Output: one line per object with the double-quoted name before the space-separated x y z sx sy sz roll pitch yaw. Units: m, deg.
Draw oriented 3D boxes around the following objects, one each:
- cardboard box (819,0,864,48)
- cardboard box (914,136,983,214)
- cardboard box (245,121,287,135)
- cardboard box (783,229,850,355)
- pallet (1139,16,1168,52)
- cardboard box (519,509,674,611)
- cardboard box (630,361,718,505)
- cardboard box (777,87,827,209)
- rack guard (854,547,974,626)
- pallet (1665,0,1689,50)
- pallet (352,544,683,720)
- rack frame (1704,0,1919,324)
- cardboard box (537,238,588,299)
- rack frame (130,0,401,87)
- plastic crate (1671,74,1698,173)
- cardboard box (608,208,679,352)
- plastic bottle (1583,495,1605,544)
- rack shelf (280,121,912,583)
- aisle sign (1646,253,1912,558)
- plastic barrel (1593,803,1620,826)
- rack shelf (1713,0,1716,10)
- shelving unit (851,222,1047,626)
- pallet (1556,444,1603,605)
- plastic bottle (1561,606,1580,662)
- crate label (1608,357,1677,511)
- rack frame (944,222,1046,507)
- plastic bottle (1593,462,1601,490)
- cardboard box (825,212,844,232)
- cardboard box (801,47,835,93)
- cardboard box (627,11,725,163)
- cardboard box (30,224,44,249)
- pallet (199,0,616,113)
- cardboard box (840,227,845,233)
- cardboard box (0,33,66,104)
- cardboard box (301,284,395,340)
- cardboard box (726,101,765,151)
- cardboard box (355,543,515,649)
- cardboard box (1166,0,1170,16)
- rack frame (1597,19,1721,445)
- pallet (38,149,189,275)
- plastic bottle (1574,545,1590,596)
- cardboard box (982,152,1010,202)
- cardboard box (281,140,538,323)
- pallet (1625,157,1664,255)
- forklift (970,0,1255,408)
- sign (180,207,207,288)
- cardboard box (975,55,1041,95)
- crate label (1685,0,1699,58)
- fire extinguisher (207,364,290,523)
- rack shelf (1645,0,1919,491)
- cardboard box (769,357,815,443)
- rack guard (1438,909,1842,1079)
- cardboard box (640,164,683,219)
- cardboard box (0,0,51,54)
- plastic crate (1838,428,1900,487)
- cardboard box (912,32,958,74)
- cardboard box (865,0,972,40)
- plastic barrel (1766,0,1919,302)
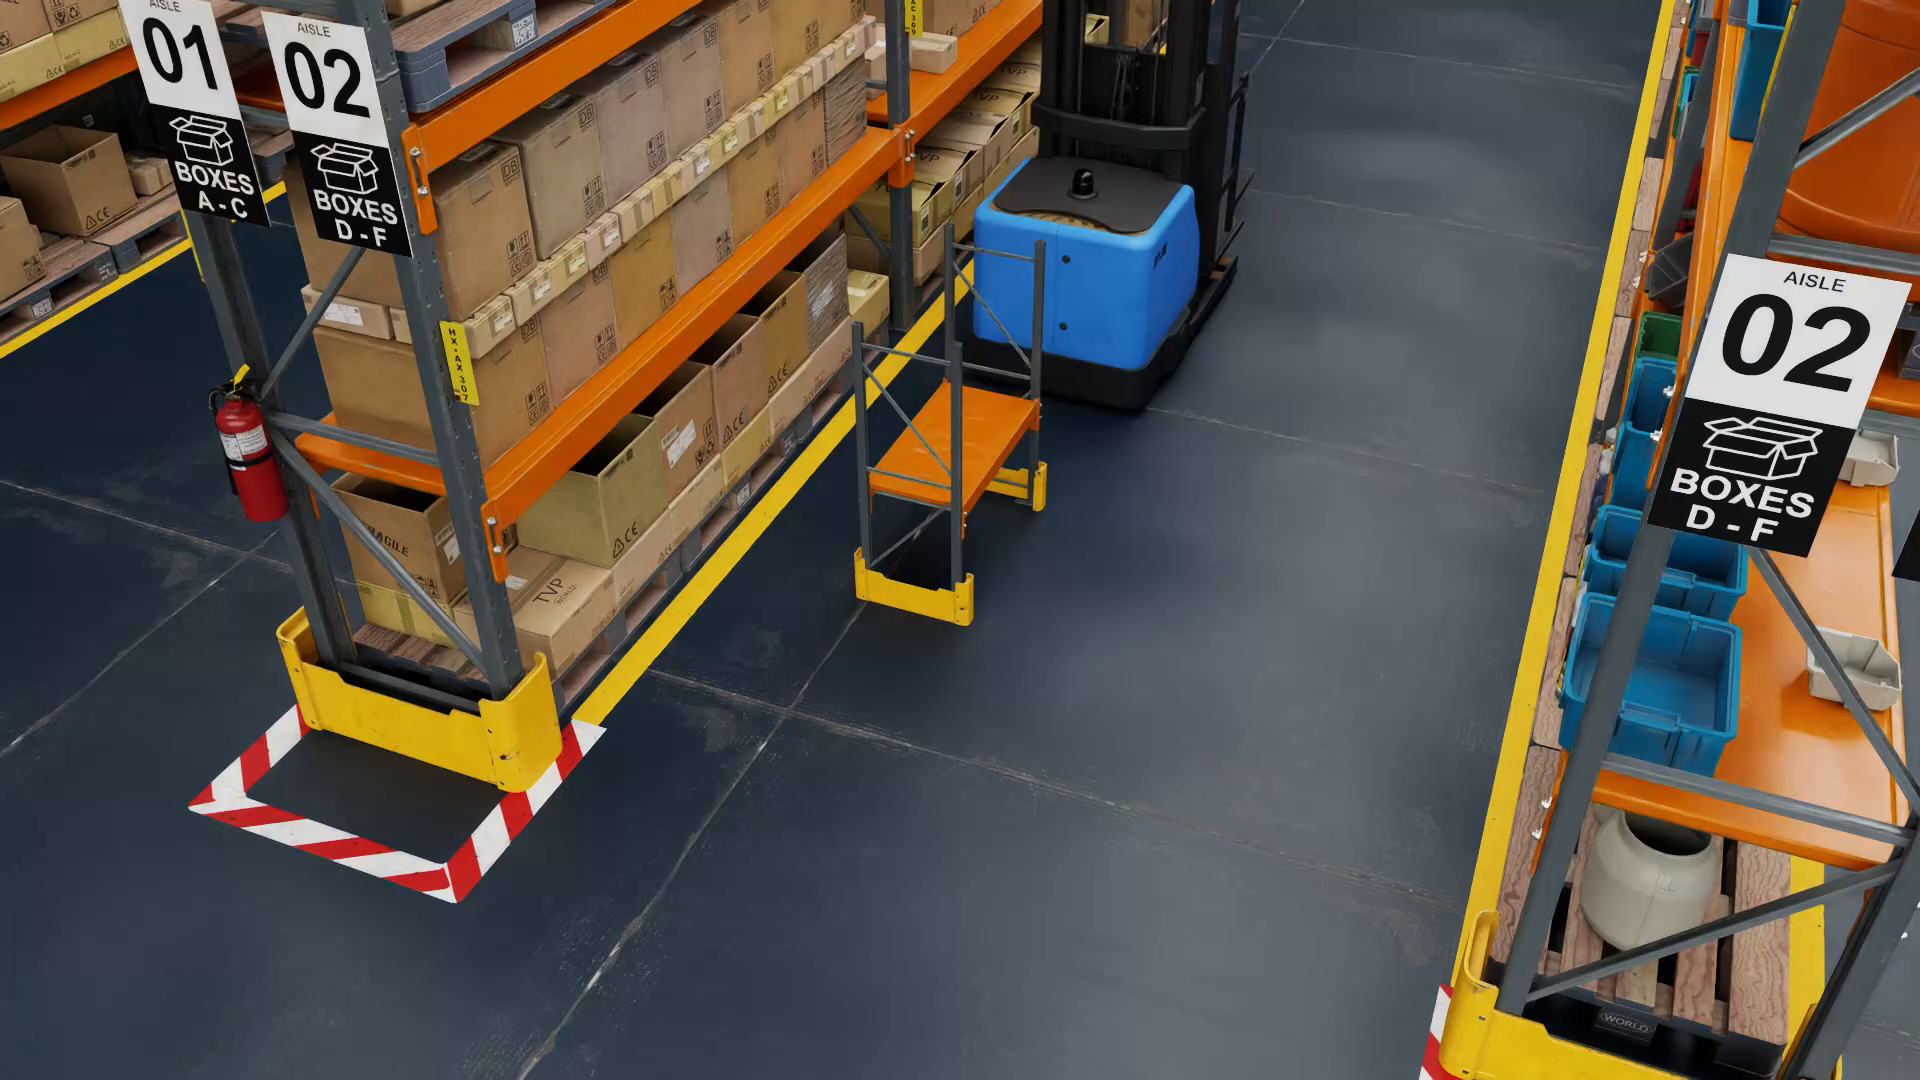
"cardboard box" -0.925 -2.903 8.563 0.700 0.500 0.500 14 39 18
"cardboard box" -0.179 -2.330 10.441 0.500 0.311 0.500 13 39 17
"cardboard box" -5.080 -3.303 11.986 0.700 0.500 0.500 15 39 19
"cardboard box" -0.937 -1.377 9.008 0.500 0.500 0.500 14 39 18
"pallet" 1.079 -4.093 13.651 1.003 0.211 1.213 14 39 18
"cardboard box" -1.687 0.034 7.747 0.500 0.250 0.500 14 39 18
"cardboard box" -1.507 -0.546 7.896 0.500 0.500 0.500 14 39 18
"cardboard box" -1.119 -2.090 8.558 0.700 0.500 0.500 13 39 17
"rack guard" -0.218 0.218 7.851 0.587 0.250 0.087 14 39 18
"pallet" 6.529 -4.355 14.001 1.003 0.211 1.213 14 39 18
"pallet" -2.032 0.308 7.763 1.003 0.211 1.213 14 39 18
"rack frame" 2.296 -1.648 3.040 1.000 3.000 0.127 14 39 18
"cardboard box" -1.741 -1.128 6.730 0.380 0.149 0.250 14 39 18
"rack frame" -2.284 -2.779 4.553 1.000 3.000 0.127 14 39 18
"plastic crate" 3.950 -2.135 8.716 0.392 0.384 0.575 14 39 18
"cardboard box" -1.705 -1.237 7.417 0.700 0.500 0.500 14 39 18
"plastic bottle" 3.055 -0.118 7.849 0.144 0.351 0.185 12 38 16
"rack shelf" -1.523 -1.195 8.046 1.077 0.370 4.000 14 39 18
"aisle sign" 1.994 -0.314 4.095 0.394 0.787 0.004 14 39 18
"plastic barrel" 2.666 0.924 6.338 0.421 0.512 0.421 0 37 0
"rack shelf" 4.579 -3.481 8.598 1.077 0.370 4.000 14 39 18
"shelving unit" -0.029 -0.559 7.846 0.587 1.500 1.083 14 39 18
"pallet" 3.523 0.019 8.149 1.003 0.211 1.213 14 39 18
"plastic bottle" 2.710 0.419 7.192 0.152 0.276 0.135 14 39 18
"crate label" 2.746 -0.340 6.272 0.502 0.435 0.616 14 39 18
"rack frame" 0.161 -0.835 8.216 0.500 1.500 0.032 14 39 18
"plastic bottle" 3.214 -0.326 8.252 0.097 0.201 0.097 0 37 0
"cardboard box" -0.873 -2.171 10.229 0.500 0.311 0.500 14 39 18
"cardboard box" -0.860 -2.409 8.444 0.380 0.149 0.250 13 39 16
"cardboard box" -1.498 -2.069 7.447 0.700 0.500 0.500 14 39 18
"cardboard box" -5.971 -1.870 10.362 0.380 0.149 0.250 11 38 14
"pallet" -1.991 -1.927 5.993 1.003 0.211 1.213 14 39 18
"cardboard box" -0.872 -1.953 10.405 0.500 0.250 0.500 13 39 17
"cardboard box" -5.619 -2.777 9.671 0.500 0.250 0.500 14 39 17
"cardboard box" -2.315 -0.931 6.466 0.380 0.149 0.250 13 39 17
"cardboard box" -1.152 -1.988 7.881 0.380 0.149 0.250 15 39 19
"cardboard box" -2.353 0.193 7.533 0.500 0.250 0.500 14 39 18
"cardboard box" 1.587 -4.735 13.901 0.500 0.500 0.500 13 39 17
"rack frame" 3.818 -1.460 7.799 1.000 3.000 0.127 14 39 18
"pallet" -5.567 -2.220 11.145 1.003 0.211 1.213 14 39 18
"plastic bottle" 2.893 0.117 7.534 0.144 0.351 0.185 14 39 17
"cardboard box" 0.011 -2.394 10.995 0.500 0.250 0.500 13 39 16
"cardboard box" -2.074 -1.220 6.312 0.700 0.500 0.500 14 39 18
"pallet" 5.009 -2.138 11.035 1.003 0.211 1.213 14 39 18
"forklift" 1.107 -2.782 9.626 1.130 2.935 3.031 14 39 18
"sign" -2.780 -1.066 6.107 0.100 0.325 0.005 14 39 18
"cardboard box" 0.402 -3.182 11.581 0.500 0.311 0.500 14 39 17
"crate label" 4.711 -3.200 10.098 0.502 0.435 0.616 14 39 18
"fire extinguisher" -2.758 -0.385 6.426 0.296 0.674 0.183 14 39 18
"rack shelf" 3.057 -1.266 5.635 1.077 0.370 4.000 14 39 18
"cardboard box" -1.112 -0.796 8.857 0.500 0.250 0.500 14 39 18
"rack guard" 2.281 1.703 5.655 1.175 0.500 0.348 14 39 18
"cardboard box" -1.447 -1.557 7.304 0.380 0.149 0.250 13 39 17
"cardboard box" -5.624 -3.079 9.447 0.500 0.500 0.500 13 39 16
"plastic crate" 3.434 -0.398 6.598 0.530 0.136 0.437 14 39 18
"cardboard box" -0.236 -2.934 9.981 0.380 0.149 0.250 14 39 18
"cardboard box" -0.254 -3.344 10.236 0.500 0.500 0.500 17 40 21
"plastic barrel" 2.363 -1.085 4.083 0.600 0.830 0.708 14 39 18
